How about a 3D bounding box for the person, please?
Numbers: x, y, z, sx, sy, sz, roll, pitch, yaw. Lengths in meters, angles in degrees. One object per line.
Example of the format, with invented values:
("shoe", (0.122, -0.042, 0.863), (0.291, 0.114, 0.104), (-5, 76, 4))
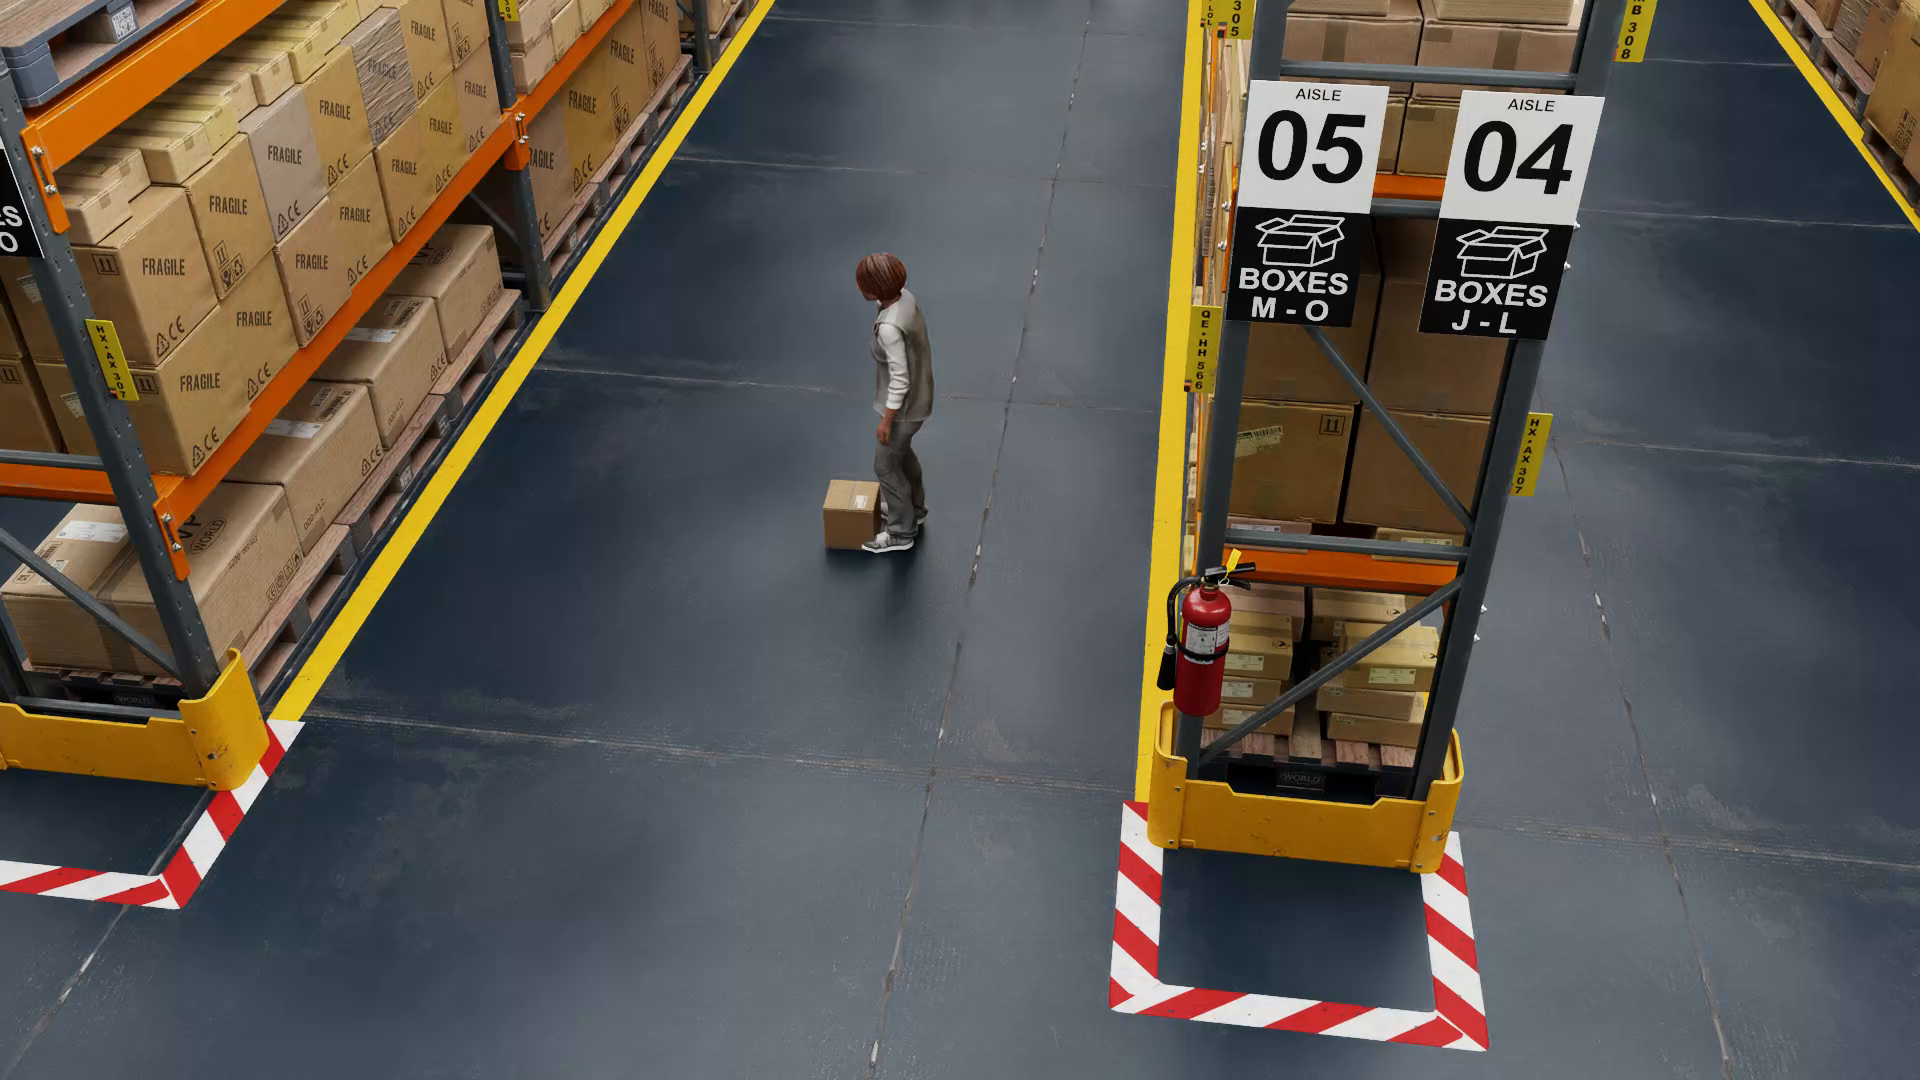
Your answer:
("person", (-0.310, -0.648, 7.916), (0.370, 1.594, 0.484), (3, 37, 4))
